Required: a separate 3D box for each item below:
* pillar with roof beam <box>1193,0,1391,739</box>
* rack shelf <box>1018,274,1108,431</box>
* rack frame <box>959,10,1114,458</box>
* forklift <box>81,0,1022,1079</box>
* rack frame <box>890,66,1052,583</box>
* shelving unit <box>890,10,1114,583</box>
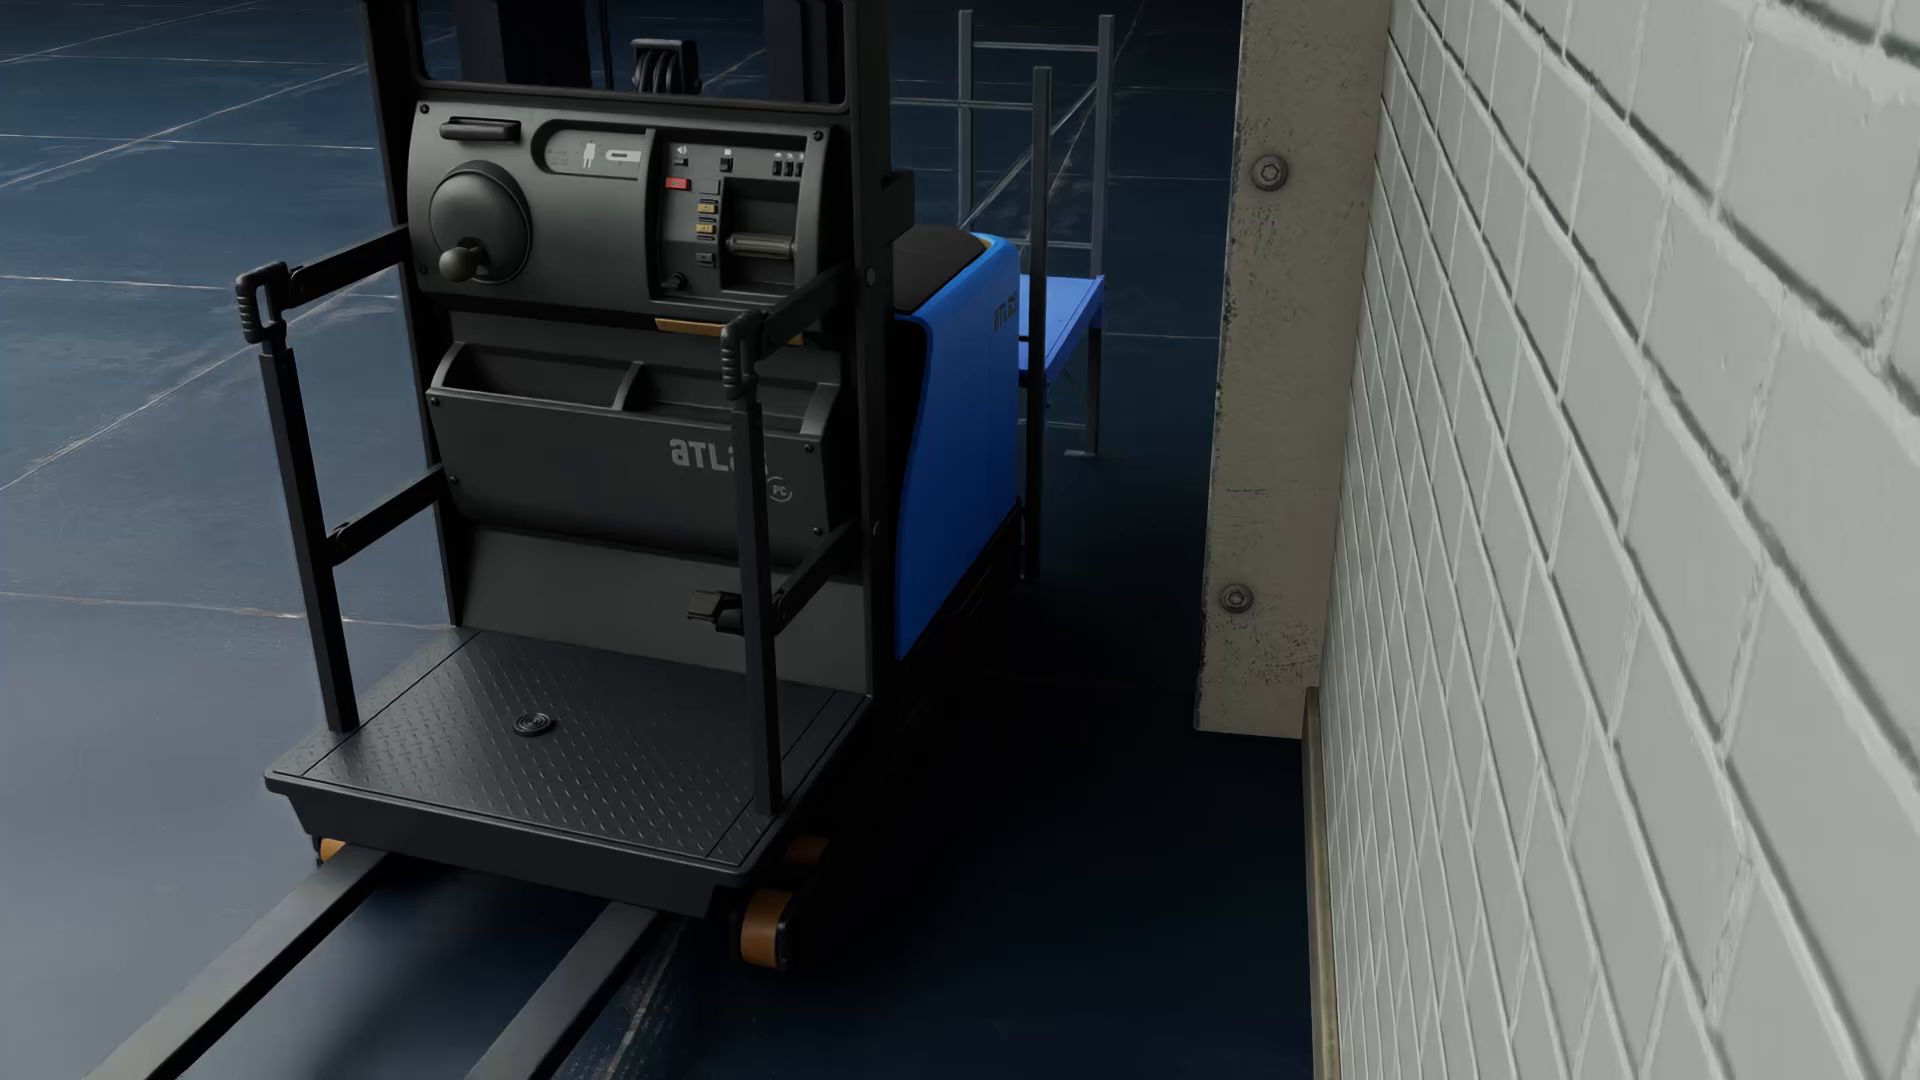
[{"bbox_3d":[-3.471,-3.965,3.106,9.100,9.000,0.400,4,25,9],"label":"pillar with roof beam"},{"bbox_3d":[0.118,-0.630,5.251,0.538,0.185,1.000,6,26,13],"label":"rack shelf"},{"bbox_3d":[0.242,-1.002,5.622,0.500,1.500,0.032,6,26,13],"label":"rack frame"},{"bbox_3d":[-0.765,-0.646,3.173,1.130,2.935,3.031,8,26,16],"label":"forklift"},{"bbox_3d":[-0.005,-0.584,4.729,0.500,1.500,0.032,6,26,13],"label":"rack frame"},{"bbox_3d":[0.118,-0.793,5.175,0.538,1.500,1.048,6,26,13],"label":"shelving unit"}]
